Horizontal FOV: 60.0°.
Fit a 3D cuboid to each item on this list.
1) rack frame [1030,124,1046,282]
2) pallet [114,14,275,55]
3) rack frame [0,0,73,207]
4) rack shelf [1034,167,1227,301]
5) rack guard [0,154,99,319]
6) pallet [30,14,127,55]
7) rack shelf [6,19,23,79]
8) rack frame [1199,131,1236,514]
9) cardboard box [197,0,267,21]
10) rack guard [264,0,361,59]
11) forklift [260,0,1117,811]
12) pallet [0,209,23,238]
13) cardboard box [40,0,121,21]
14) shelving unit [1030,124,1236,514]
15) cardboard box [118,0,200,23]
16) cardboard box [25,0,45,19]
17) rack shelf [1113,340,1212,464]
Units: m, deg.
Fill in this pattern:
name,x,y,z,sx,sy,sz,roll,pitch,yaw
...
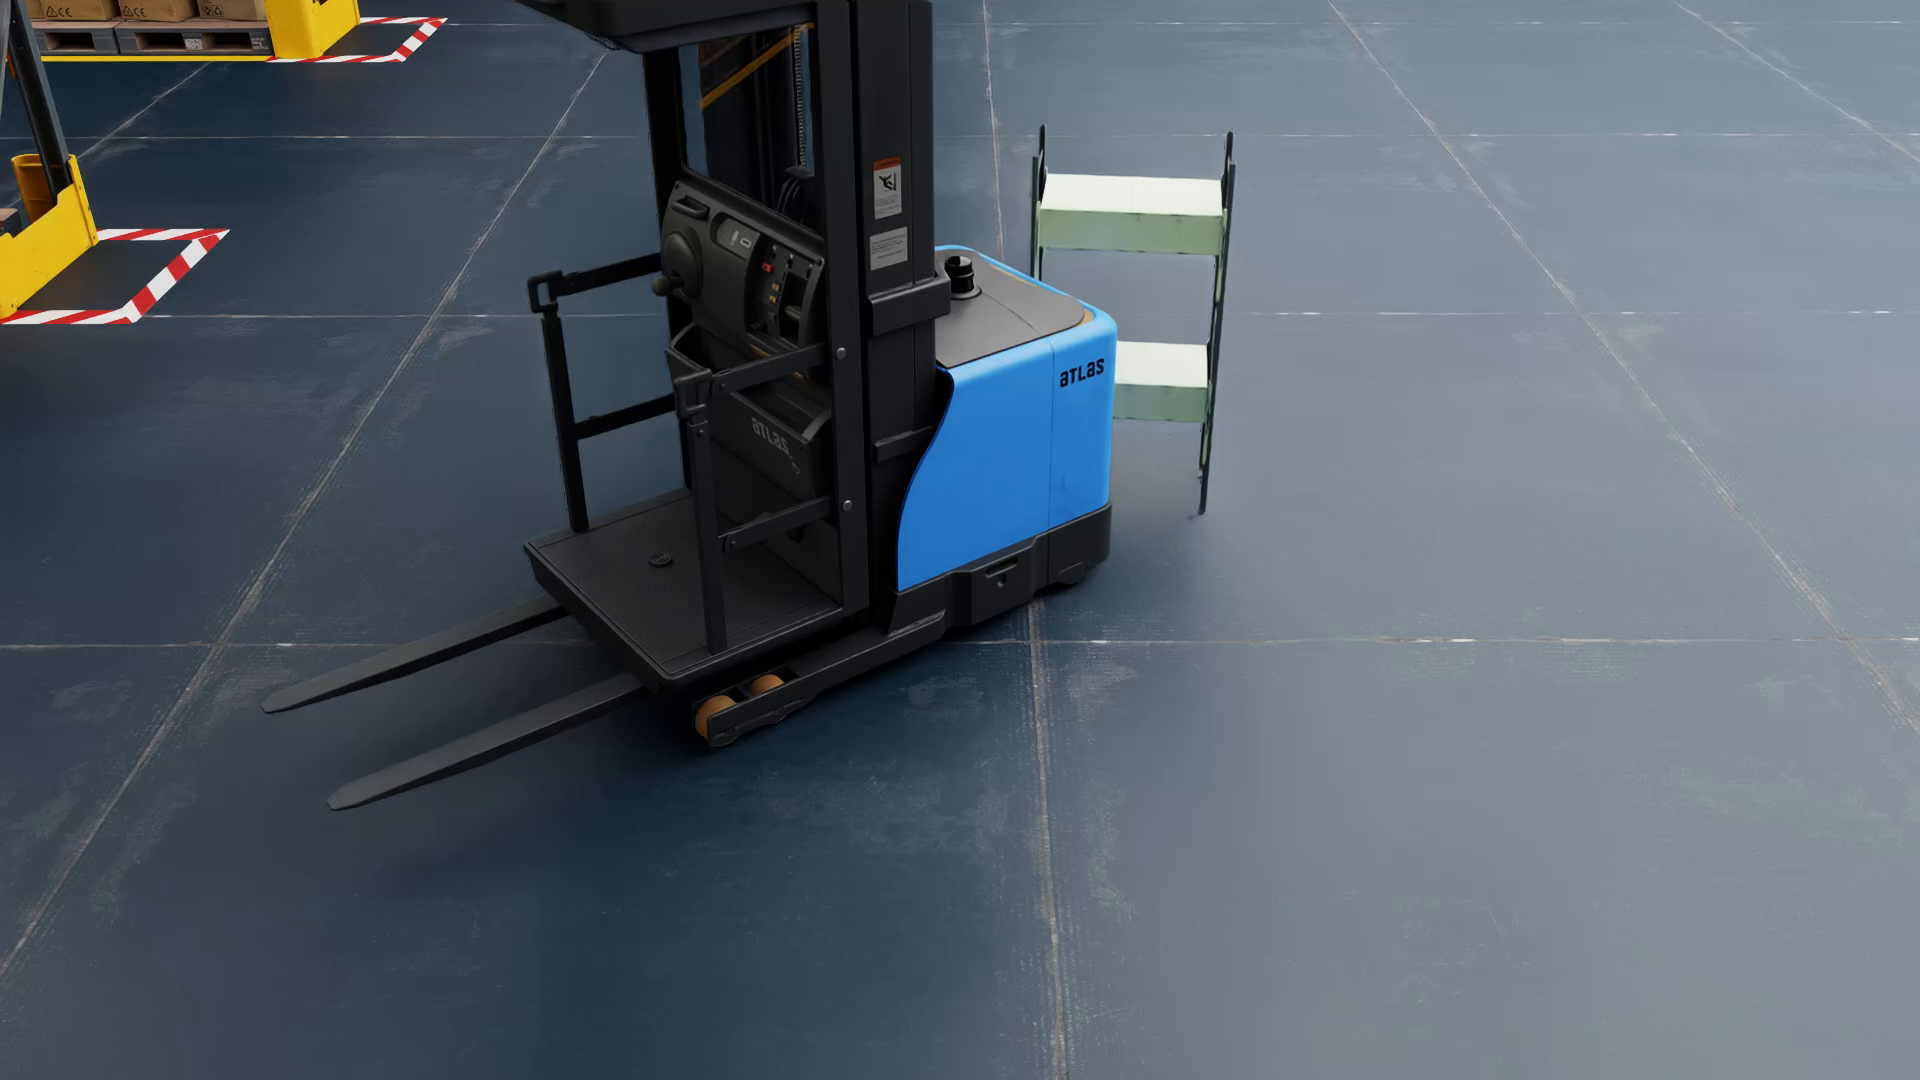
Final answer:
name,x,y,z,sx,sy,sz,roll,pitch,yaw
rack frame,0.305,-0.895,6.780,0.023,1.500,0.400,3,31,6
pallet,-5.974,-4.143,13.374,1.213,0.211,1.003,0,31,0
rack frame,-5.055,-2.750,8.391,0.127,3.000,1.000,0,31,0
rack shelf,0.669,-1.208,6.542,0.720,0.370,0.431,3,31,6
rack guard,-5.131,-1.657,8.999,0.348,0.500,1.175,0,31,0
pallet,-7.191,-4.140,13.370,1.213,0.211,1.003,0,31,0
rack shelf,-7.055,-2.436,8.567,4.000,0.370,1.077,0,31,0
rack frame,1.033,-0.853,6.710,0.023,1.500,0.400,3,31,6
cardboard box,-5.710,-4.437,13.176,0.500,0.500,0.500,5,32,9
rack guard,-5.161,-4.250,13.273,0.348,0.500,1.175,0,31,0
forklift,-0.889,-0.870,5.358,3.031,2.935,1.130,-22,38,-32
pallet,-5.943,-1.533,9.074,1.213,0.211,1.003,0,31,0
cardboard box,-6.933,-4.425,13.156,0.500,0.500,0.500,3,31,4
shelving unit,0.669,-0.874,6.745,0.755,1.500,0.431,3,31,6
cardboard box,-6.307,-4.417,13.143,0.500,0.500,0.500,8,32,13
cardboard box,-7.492,-4.446,13.192,0.500,0.500,0.500,-3,31,-5
rack shelf,0.669,-0.595,6.914,0.720,0.370,0.431,3,31,6
